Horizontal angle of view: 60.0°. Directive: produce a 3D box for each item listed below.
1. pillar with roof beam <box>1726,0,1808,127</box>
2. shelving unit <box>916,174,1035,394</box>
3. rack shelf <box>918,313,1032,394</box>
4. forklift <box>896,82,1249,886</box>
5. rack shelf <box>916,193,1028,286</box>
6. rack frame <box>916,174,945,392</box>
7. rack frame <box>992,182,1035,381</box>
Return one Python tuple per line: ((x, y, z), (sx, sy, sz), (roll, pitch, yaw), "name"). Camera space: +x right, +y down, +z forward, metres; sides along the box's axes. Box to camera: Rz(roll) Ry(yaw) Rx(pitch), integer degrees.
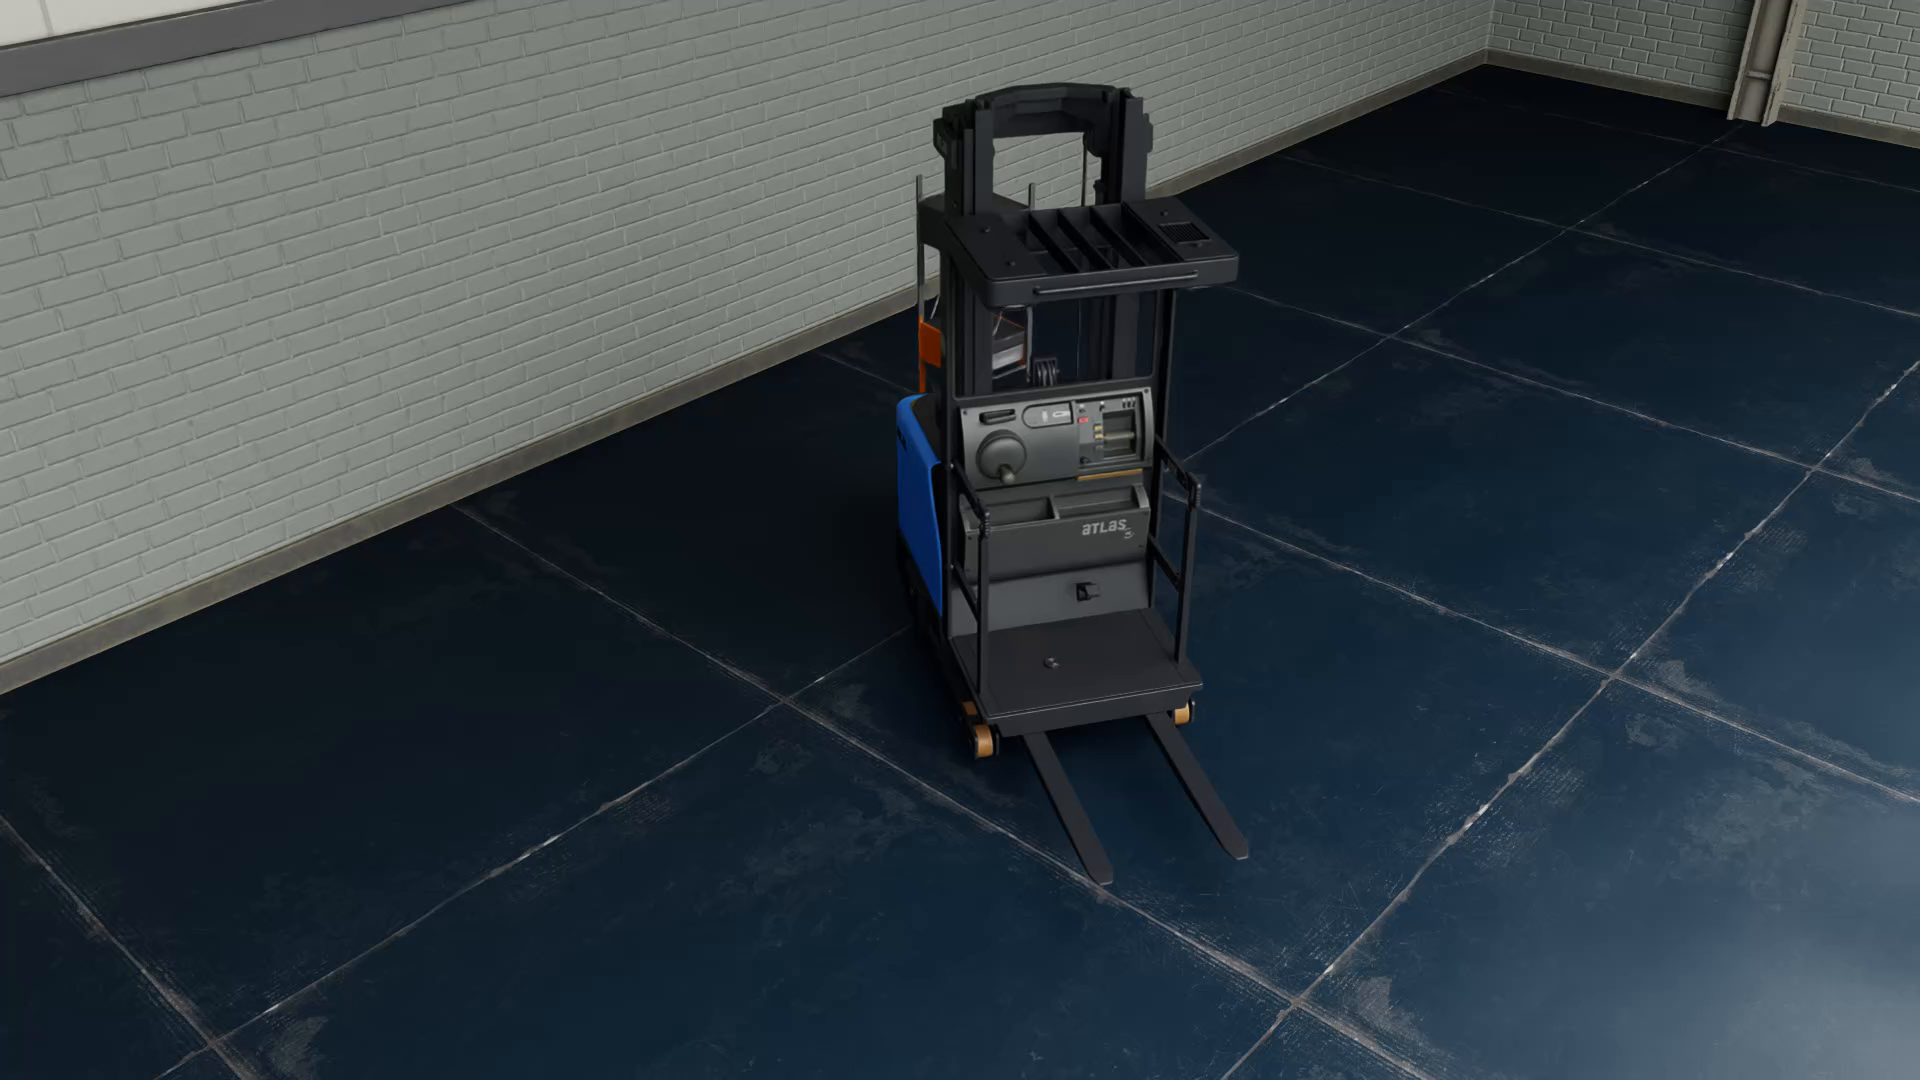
((5.073, -6.441, 11.669), (0.400, 9.000, 9.100), (25, 39, 35), "pillar with roof beam")
((0.081, -1.009, 9.335), (0.431, 2.100, 0.503), (-24, 39, -34), "shelving unit")
((0.081, -0.997, 9.342), (0.431, 0.518, 0.480), (-24, 39, -34), "rack shelf")
((0.513, -0.434, 7.574), (1.130, 2.935, 3.031), (-8, 32, -13), "forklift")
((0.081, -1.597, 8.981), (0.431, 0.518, 0.480), (-24, 39, -34), "rack shelf")
((-0.079, -1.104, 9.493), (0.400, 2.100, 0.015), (-24, 39, -34), "rack frame")
((0.240, -0.914, 9.177), (0.400, 2.100, 0.015), (-24, 39, -34), "rack frame")
